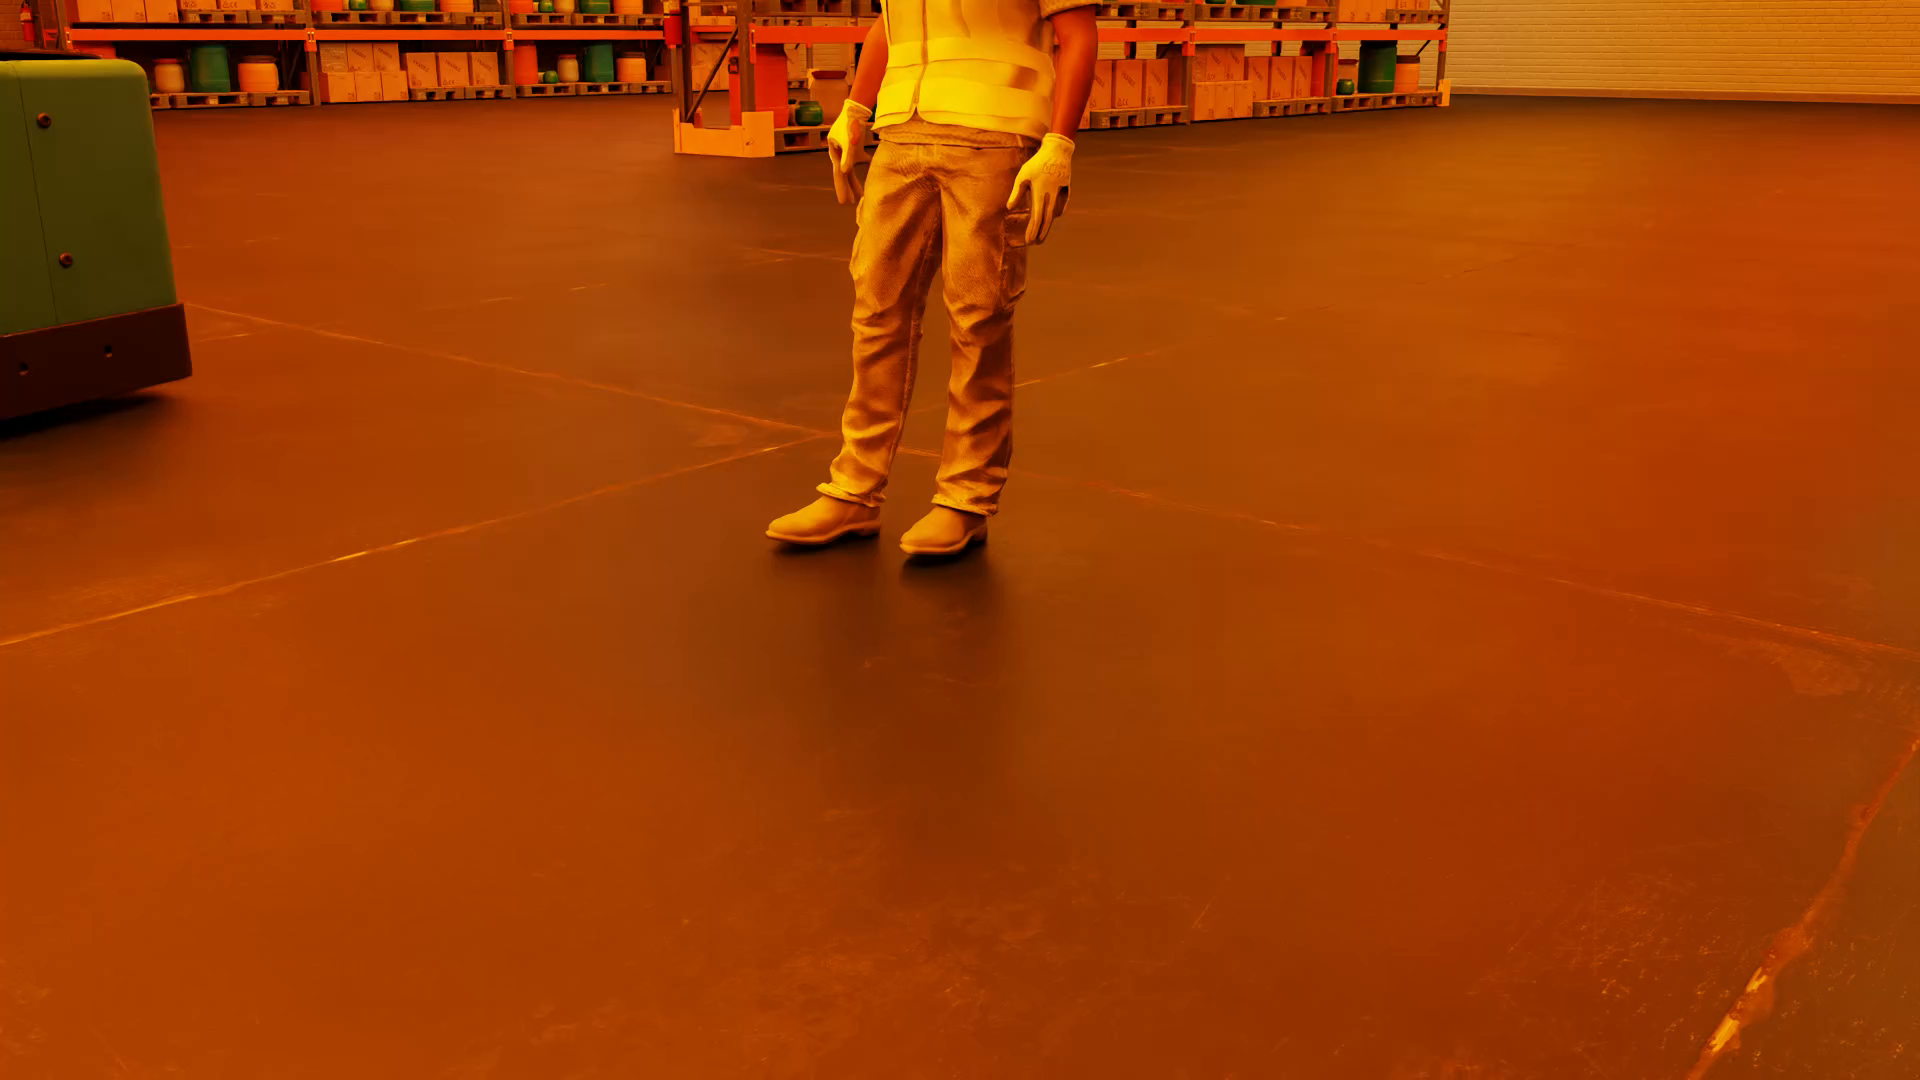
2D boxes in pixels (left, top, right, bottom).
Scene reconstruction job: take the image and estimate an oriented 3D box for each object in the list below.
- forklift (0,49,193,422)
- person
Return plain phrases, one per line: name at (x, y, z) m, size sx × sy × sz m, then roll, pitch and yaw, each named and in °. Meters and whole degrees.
forklift at (-4.098, -1.912, 5.193) m, size 3.031 × 2.935 × 1.130 m, roll 7°, pitch 18°, yaw 21°
person at (-0.052, -0.846, 3.633) m, size 0.656 × 1.782 × 0.577 m, roll 13°, pitch 21°, yaw 37°
